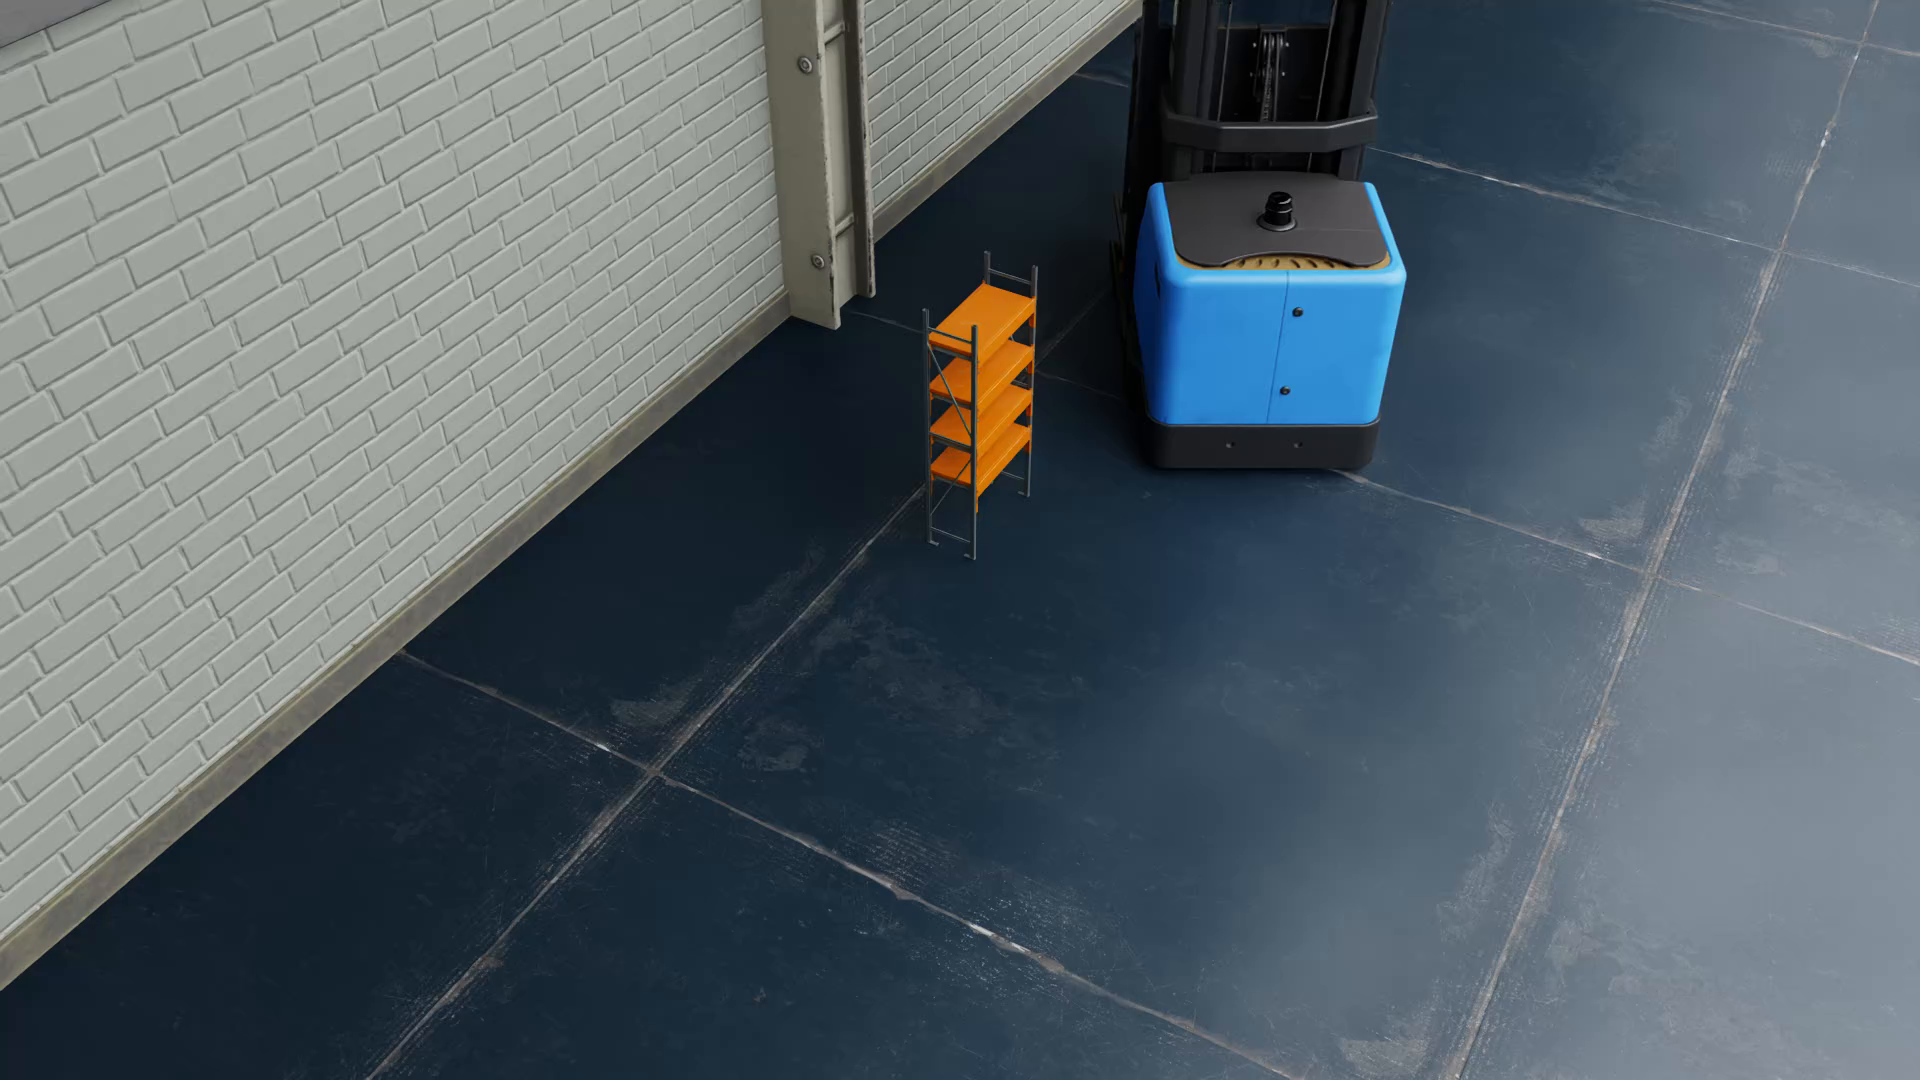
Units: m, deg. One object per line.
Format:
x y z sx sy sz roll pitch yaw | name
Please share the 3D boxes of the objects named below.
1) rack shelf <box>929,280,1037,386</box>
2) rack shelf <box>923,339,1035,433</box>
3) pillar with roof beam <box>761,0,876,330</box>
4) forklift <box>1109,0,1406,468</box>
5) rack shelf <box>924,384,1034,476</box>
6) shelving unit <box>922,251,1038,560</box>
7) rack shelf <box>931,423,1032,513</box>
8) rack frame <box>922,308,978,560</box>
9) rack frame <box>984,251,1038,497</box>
0.083 -0.840 6.701 0.258 0.148 0.480 21 45 22 | rack shelf
0.083 -0.662 6.858 0.258 0.148 0.480 21 45 22 | rack shelf
3.057 -3.187 4.060 9.100 9.000 0.400 21 45 22 | pillar with roof beam
1.358 -2.370 7.723 1.130 2.935 3.031 0 41 0 | forklift
0.083 -0.495 7.005 0.258 0.148 0.480 21 45 22 | rack shelf
0.083 -0.545 6.961 0.258 1.200 0.503 21 45 22 | shelving unit
0.083 -0.345 7.137 0.258 0.148 0.480 21 45 22 | rack shelf
-0.039 -0.405 6.802 0.240 1.200 0.015 21 45 22 | rack frame
0.205 -0.685 7.120 0.240 1.200 0.015 21 45 22 | rack frame
